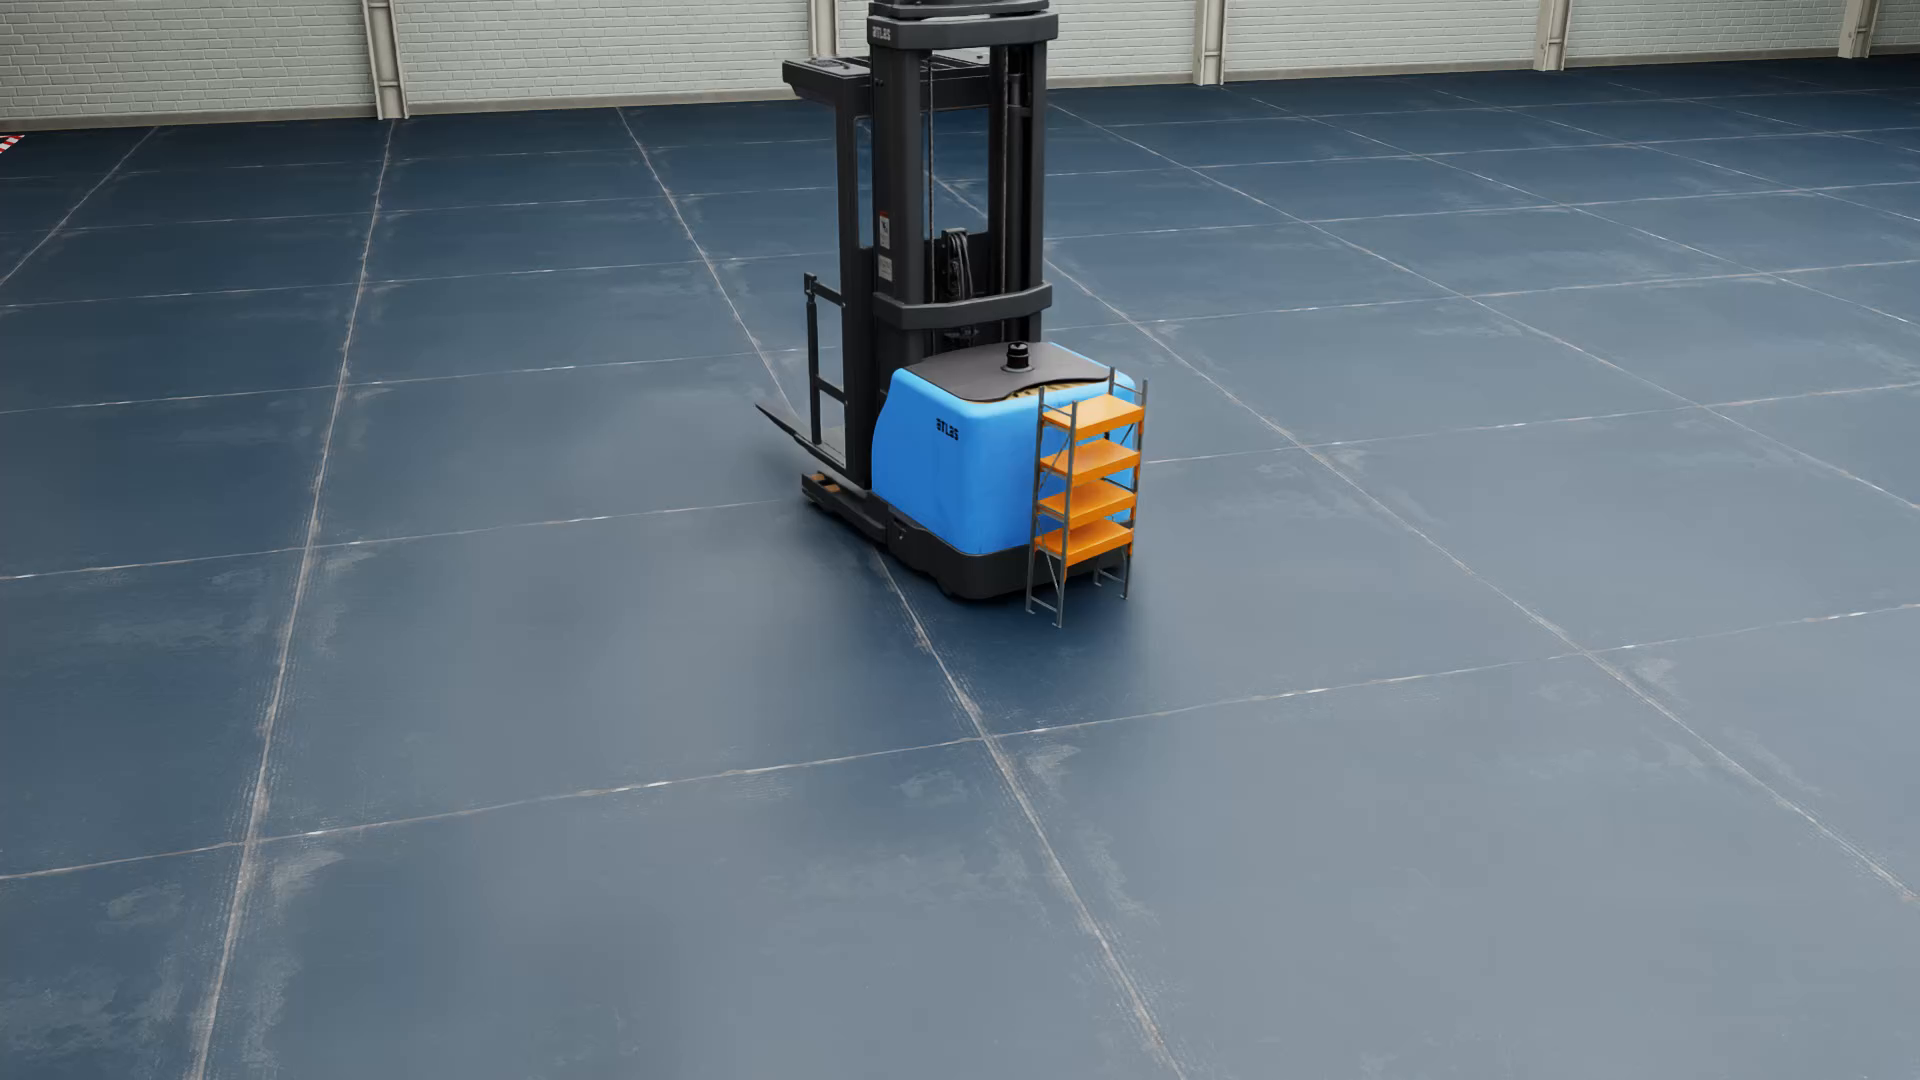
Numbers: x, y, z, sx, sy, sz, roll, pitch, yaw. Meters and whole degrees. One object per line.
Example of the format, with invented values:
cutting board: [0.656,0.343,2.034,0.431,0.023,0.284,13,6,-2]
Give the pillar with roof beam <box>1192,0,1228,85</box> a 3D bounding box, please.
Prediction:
pillar with roof beam: [4.987,-9.551,20.097,0.400,9.000,9.100,-6,24,-14]

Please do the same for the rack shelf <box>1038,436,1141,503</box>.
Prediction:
rack shelf: [0.625,-0.350,8.130,0.480,0.148,0.258,-20,33,-38]

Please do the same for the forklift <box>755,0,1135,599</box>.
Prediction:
forklift: [-0.271,-1.586,9.228,1.130,2.935,3.031,-13,26,-28]

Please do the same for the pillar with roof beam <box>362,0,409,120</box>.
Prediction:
pillar with roof beam: [-6.567,-8.273,17.118,0.400,9.000,9.100,-6,24,-14]

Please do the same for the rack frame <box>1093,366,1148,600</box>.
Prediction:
rack frame: [0.801,-0.274,8.348,0.015,1.200,0.240,-20,33,-38]

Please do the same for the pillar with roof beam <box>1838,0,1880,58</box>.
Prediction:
pillar with roof beam: [16.541,-10.829,23.075,0.400,9.000,9.100,-6,24,-14]

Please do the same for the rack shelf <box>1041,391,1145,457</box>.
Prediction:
rack shelf: [0.634,-0.563,8.028,0.480,0.148,0.258,-20,33,-38]

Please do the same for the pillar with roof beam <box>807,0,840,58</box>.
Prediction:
pillar with roof beam: [-0.790,-8.912,18.607,0.400,9.000,9.100,-6,24,-14]

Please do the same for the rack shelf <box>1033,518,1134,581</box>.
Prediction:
rack shelf: [0.609,0.030,8.313,0.480,0.148,0.258,-20,33,-38]

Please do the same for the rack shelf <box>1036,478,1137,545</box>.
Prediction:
rack shelf: [0.617,-0.149,8.227,0.480,0.148,0.258,-20,33,-38]

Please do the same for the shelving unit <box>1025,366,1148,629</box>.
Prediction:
shelving unit: [0.620,-0.209,8.198,0.503,1.200,0.258,-20,33,-38]

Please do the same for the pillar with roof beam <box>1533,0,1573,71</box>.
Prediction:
pillar with roof beam: [10.764,-10.190,21.586,0.400,9.000,9.100,-6,24,-14]

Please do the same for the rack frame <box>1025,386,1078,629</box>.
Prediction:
rack frame: [0.438,-0.145,8.048,0.015,1.200,0.240,-20,33,-38]
